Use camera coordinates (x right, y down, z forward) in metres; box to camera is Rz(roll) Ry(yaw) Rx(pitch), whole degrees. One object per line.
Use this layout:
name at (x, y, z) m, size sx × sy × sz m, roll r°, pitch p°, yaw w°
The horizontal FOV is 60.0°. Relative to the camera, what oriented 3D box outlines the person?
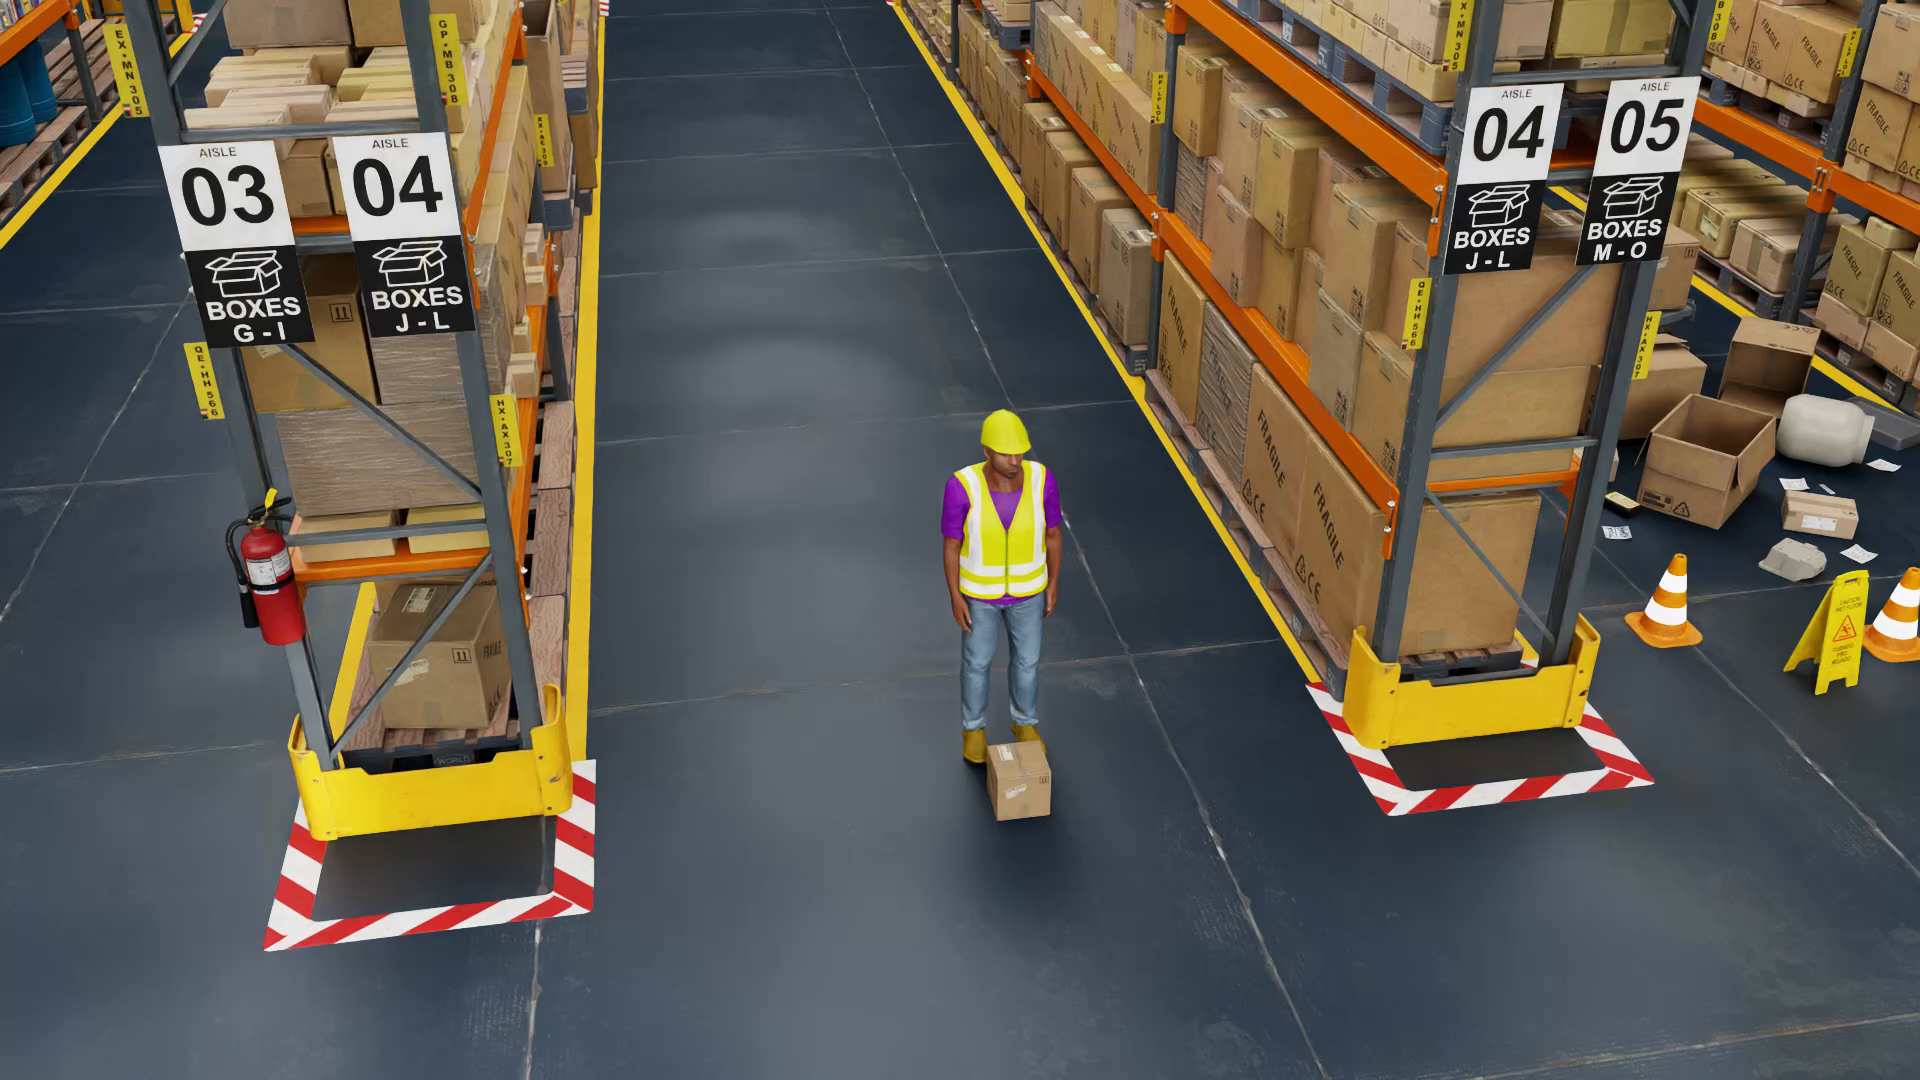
person at (0.203, 0.228, 7.730) m, size 0.568 × 1.773 × 0.392 m, roll -5°, pitch 31°, yaw -8°
